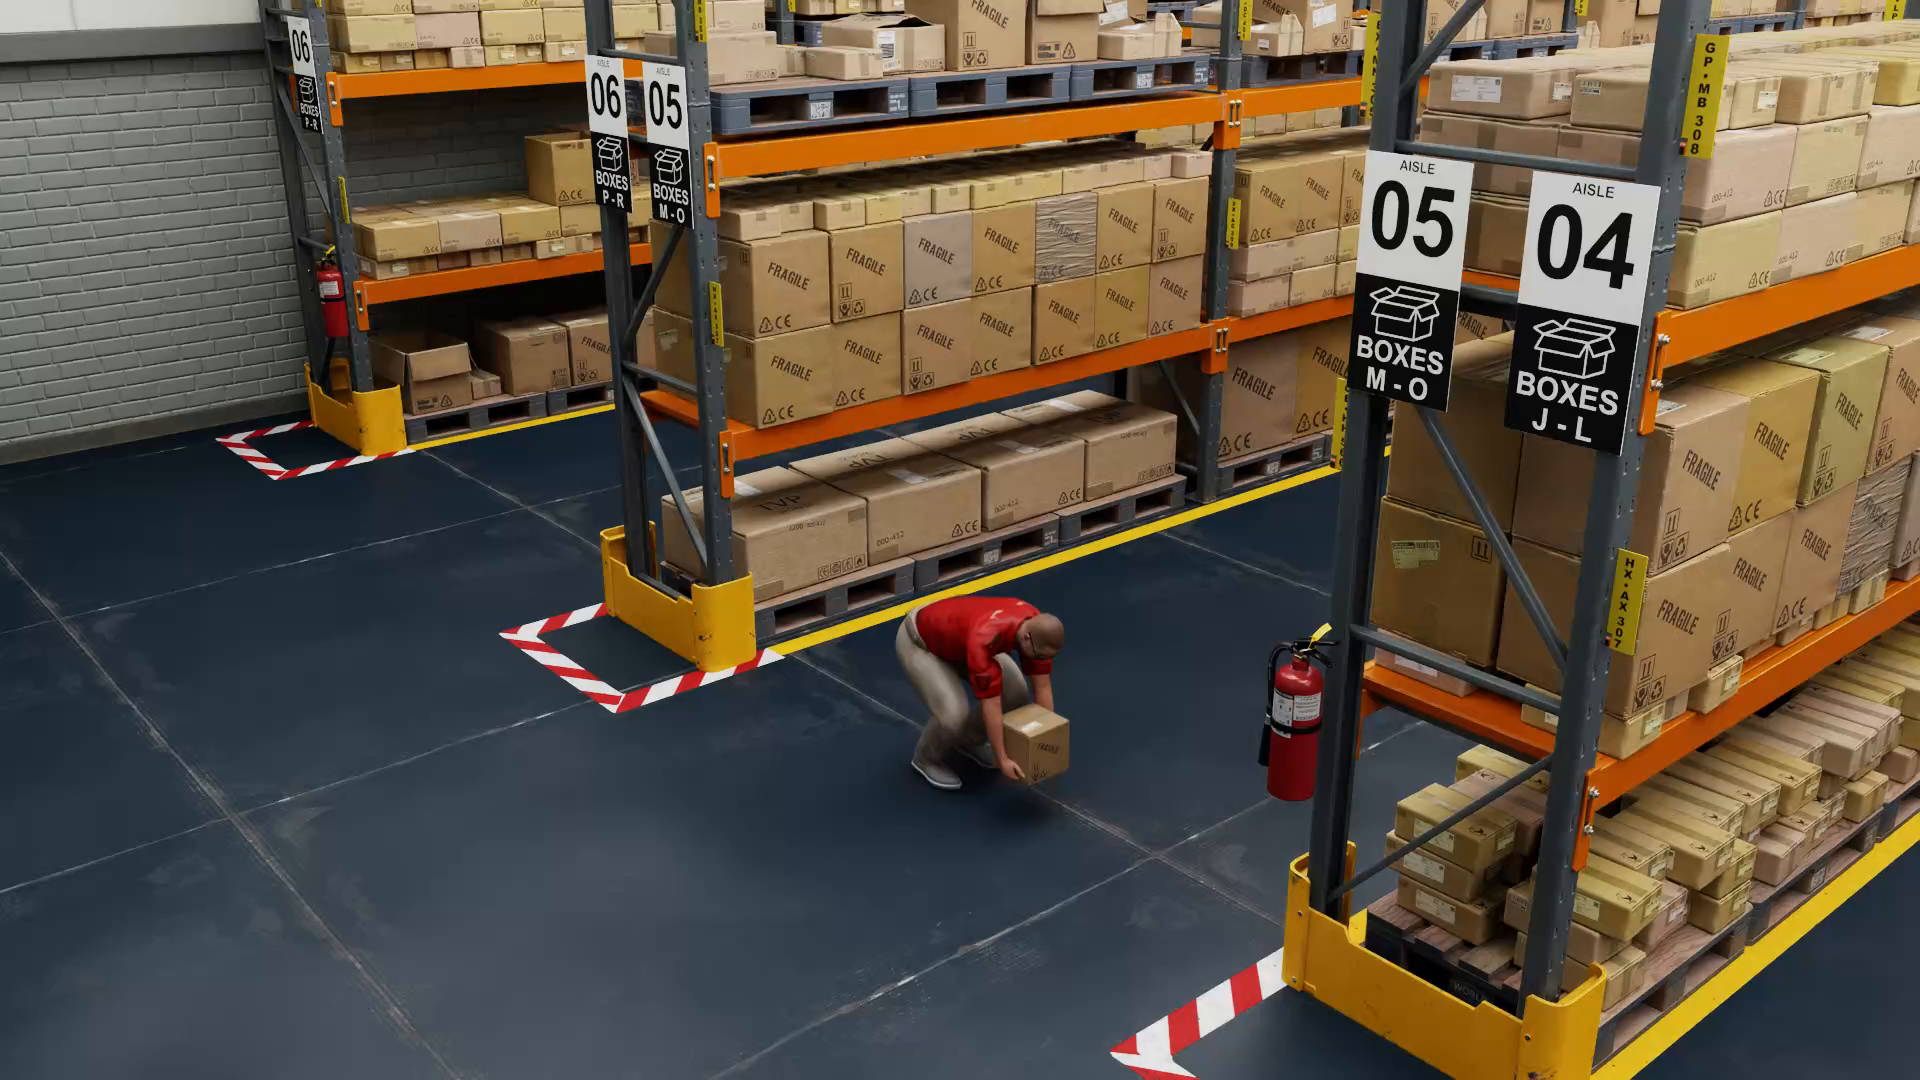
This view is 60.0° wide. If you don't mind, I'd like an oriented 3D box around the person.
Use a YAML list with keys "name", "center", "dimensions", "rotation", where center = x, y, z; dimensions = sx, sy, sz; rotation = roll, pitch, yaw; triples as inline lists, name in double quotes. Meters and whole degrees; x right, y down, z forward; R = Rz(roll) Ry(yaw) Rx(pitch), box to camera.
- name: "person"
  center: [0.109, 0.699, 7.819]
  dimensions: [0.544, 0.985, 0.935]
  rotation: [-18, 28, -40]
